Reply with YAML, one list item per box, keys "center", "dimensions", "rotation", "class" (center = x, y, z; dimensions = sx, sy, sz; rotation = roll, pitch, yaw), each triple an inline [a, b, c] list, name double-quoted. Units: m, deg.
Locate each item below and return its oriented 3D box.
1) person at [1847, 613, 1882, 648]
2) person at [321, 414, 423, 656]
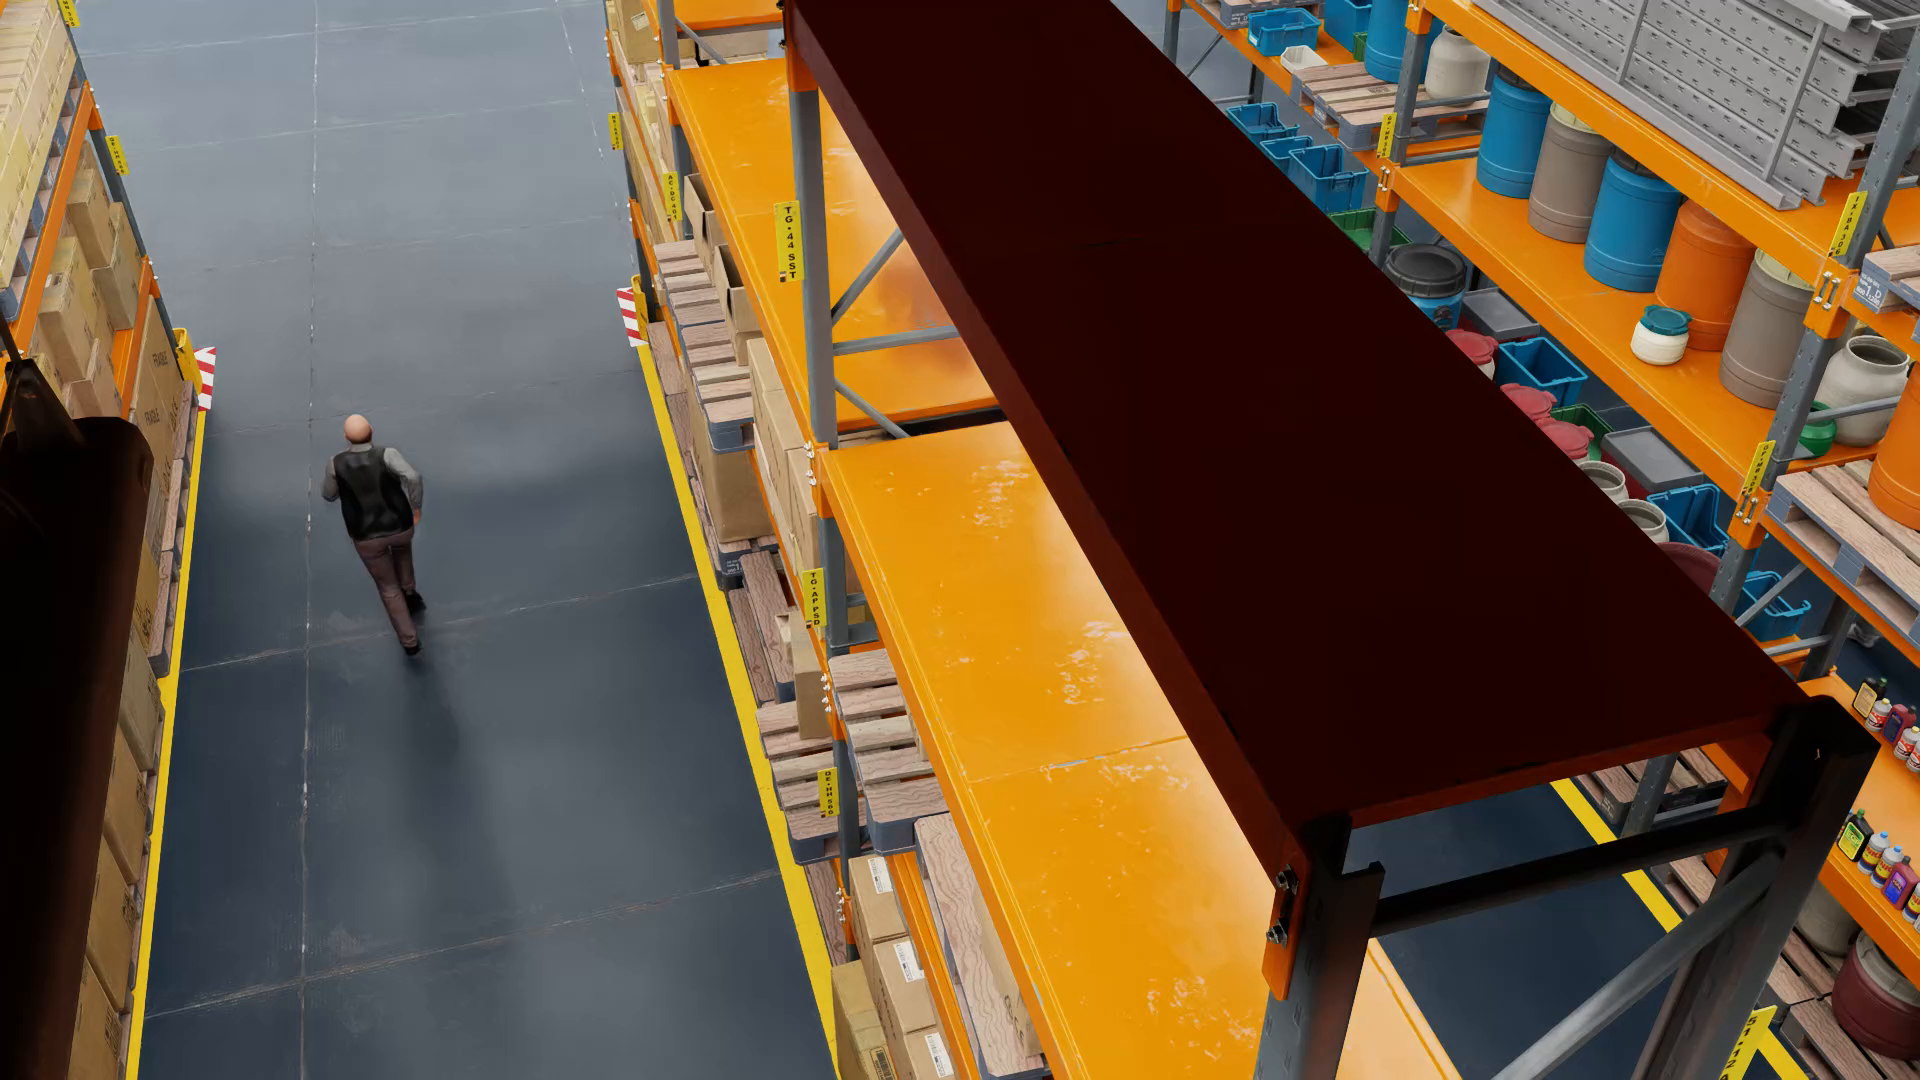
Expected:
- center: [6.489, 0.100, 11.313]
  dimensions: [0.682, 1.752, 0.605]
  rotation: [-14, 41, -17]
  class: "person"
- center: [-3.978, -0.022, 11.504]
  dimensions: [0.649, 1.719, 0.942]
  rotation: [-17, 41, -20]
  class: "person"
